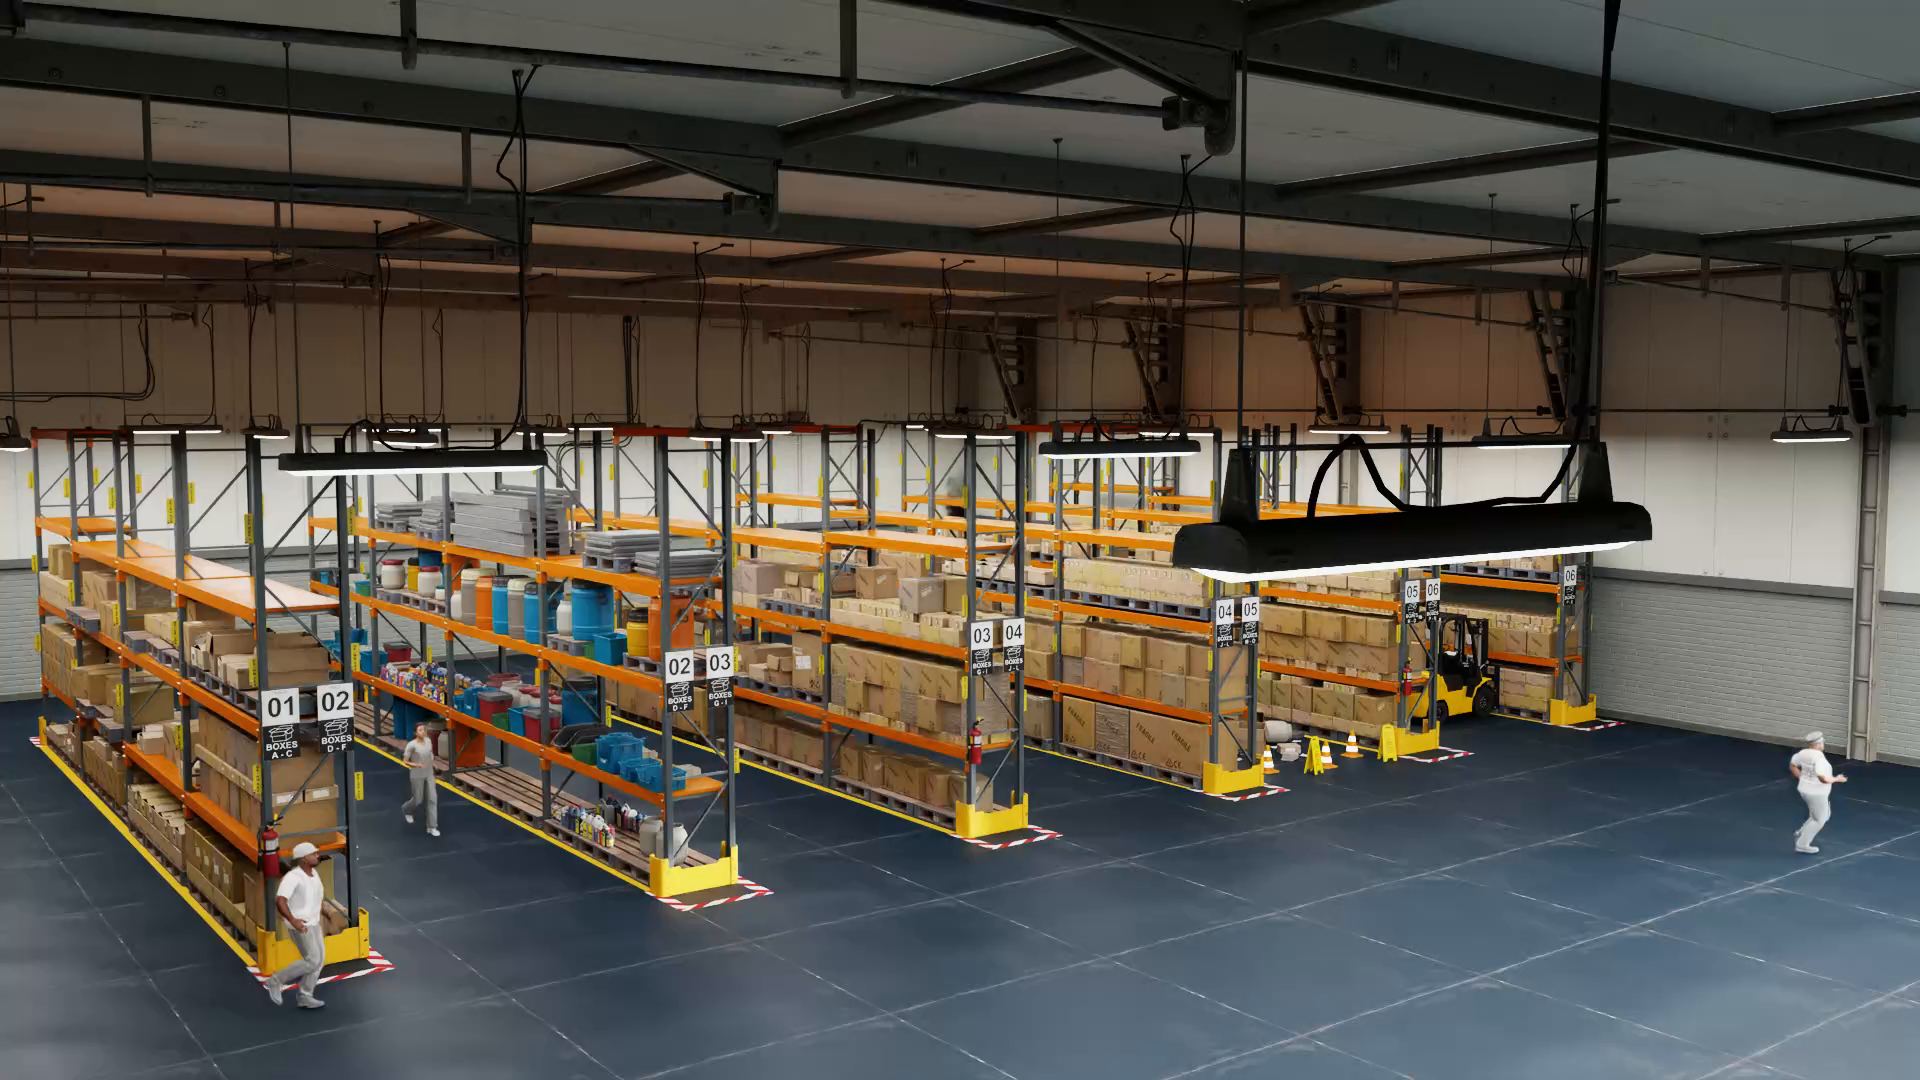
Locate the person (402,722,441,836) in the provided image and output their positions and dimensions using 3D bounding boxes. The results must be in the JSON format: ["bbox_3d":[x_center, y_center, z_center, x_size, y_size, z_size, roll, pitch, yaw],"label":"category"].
[{"bbox_3d":[-8.047,3.542,24.833,0.935,1.663,0.568,4,6,42],"label":"person"}]

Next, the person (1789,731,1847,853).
[{"bbox_3d":[12.255,3.599,23.719,0.645,1.749,0.640,0,4,1],"label":"person"}]

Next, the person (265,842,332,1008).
[{"bbox_3d":[-7.034,4.083,17.752,0.593,1.711,0.752,0,4,-1],"label":"person"}]

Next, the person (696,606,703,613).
[{"bbox_3d":[-6.348,2.395,40.009,0.609,1.666,0.636,1,5,10],"label":"person"}]
